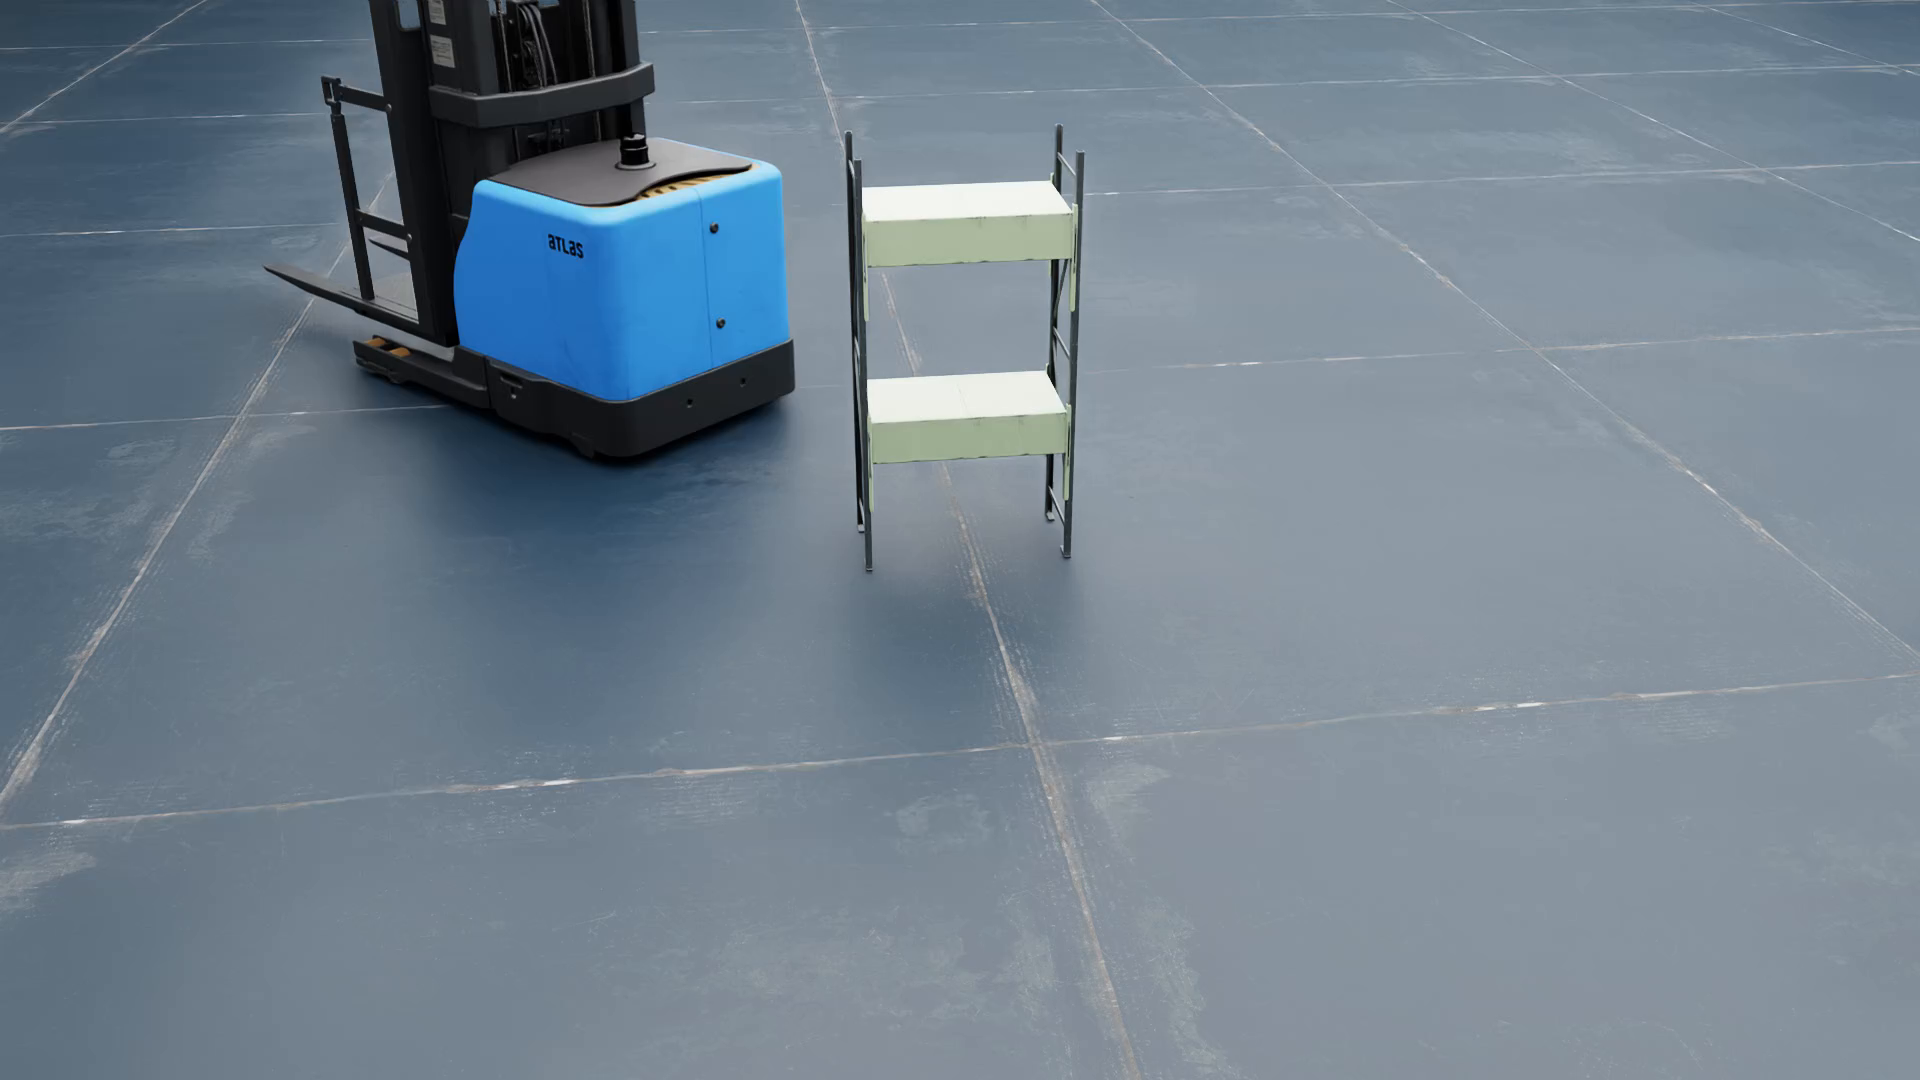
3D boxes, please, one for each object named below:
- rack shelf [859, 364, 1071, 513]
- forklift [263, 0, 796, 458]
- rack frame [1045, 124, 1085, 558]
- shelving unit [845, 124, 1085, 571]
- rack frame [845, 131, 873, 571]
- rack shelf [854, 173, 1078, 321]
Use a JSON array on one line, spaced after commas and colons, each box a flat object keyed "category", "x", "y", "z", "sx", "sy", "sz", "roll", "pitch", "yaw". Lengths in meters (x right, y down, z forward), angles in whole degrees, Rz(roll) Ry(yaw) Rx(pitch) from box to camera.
[{"category": "rack shelf", "x": 0.007, "y": -0.378, "z": 6.057, "sx": 0.720, "sy": 0.370, "sz": 0.431, "roll": -4, "pitch": 27, "yaw": -7}, {"category": "forklift", "x": -2.187, "y": -2.183, "z": 7.294, "sx": 3.031, "sy": 2.935, "sz": 1.130, "roll": 21, "pitch": 34, "yaw": 35}, {"category": "rack frame", "x": 0.369, "y": -0.691, "z": 5.954, "sx": 0.023, "sy": 1.500, "sz": 0.400, "roll": -4, "pitch": 27, "yaw": -7}, {"category": "shelving unit", "x": 0.007, "y": -0.668, "z": 5.908, "sx": 0.755, "sy": 1.500, "sz": 0.431, "roll": -4, "pitch": 27, "yaw": -7}, {"category": "rack frame", "x": -0.356, "y": -0.644, "z": 5.863, "sx": 0.023, "sy": 1.500, "sz": 0.400, "roll": -4, "pitch": 27, "yaw": -7}, {"category": "rack shelf", "x": 0.007, "y": -1.015, "z": 5.730, "sx": 0.720, "sy": 0.370, "sz": 0.431, "roll": -4, "pitch": 27, "yaw": -7}]
